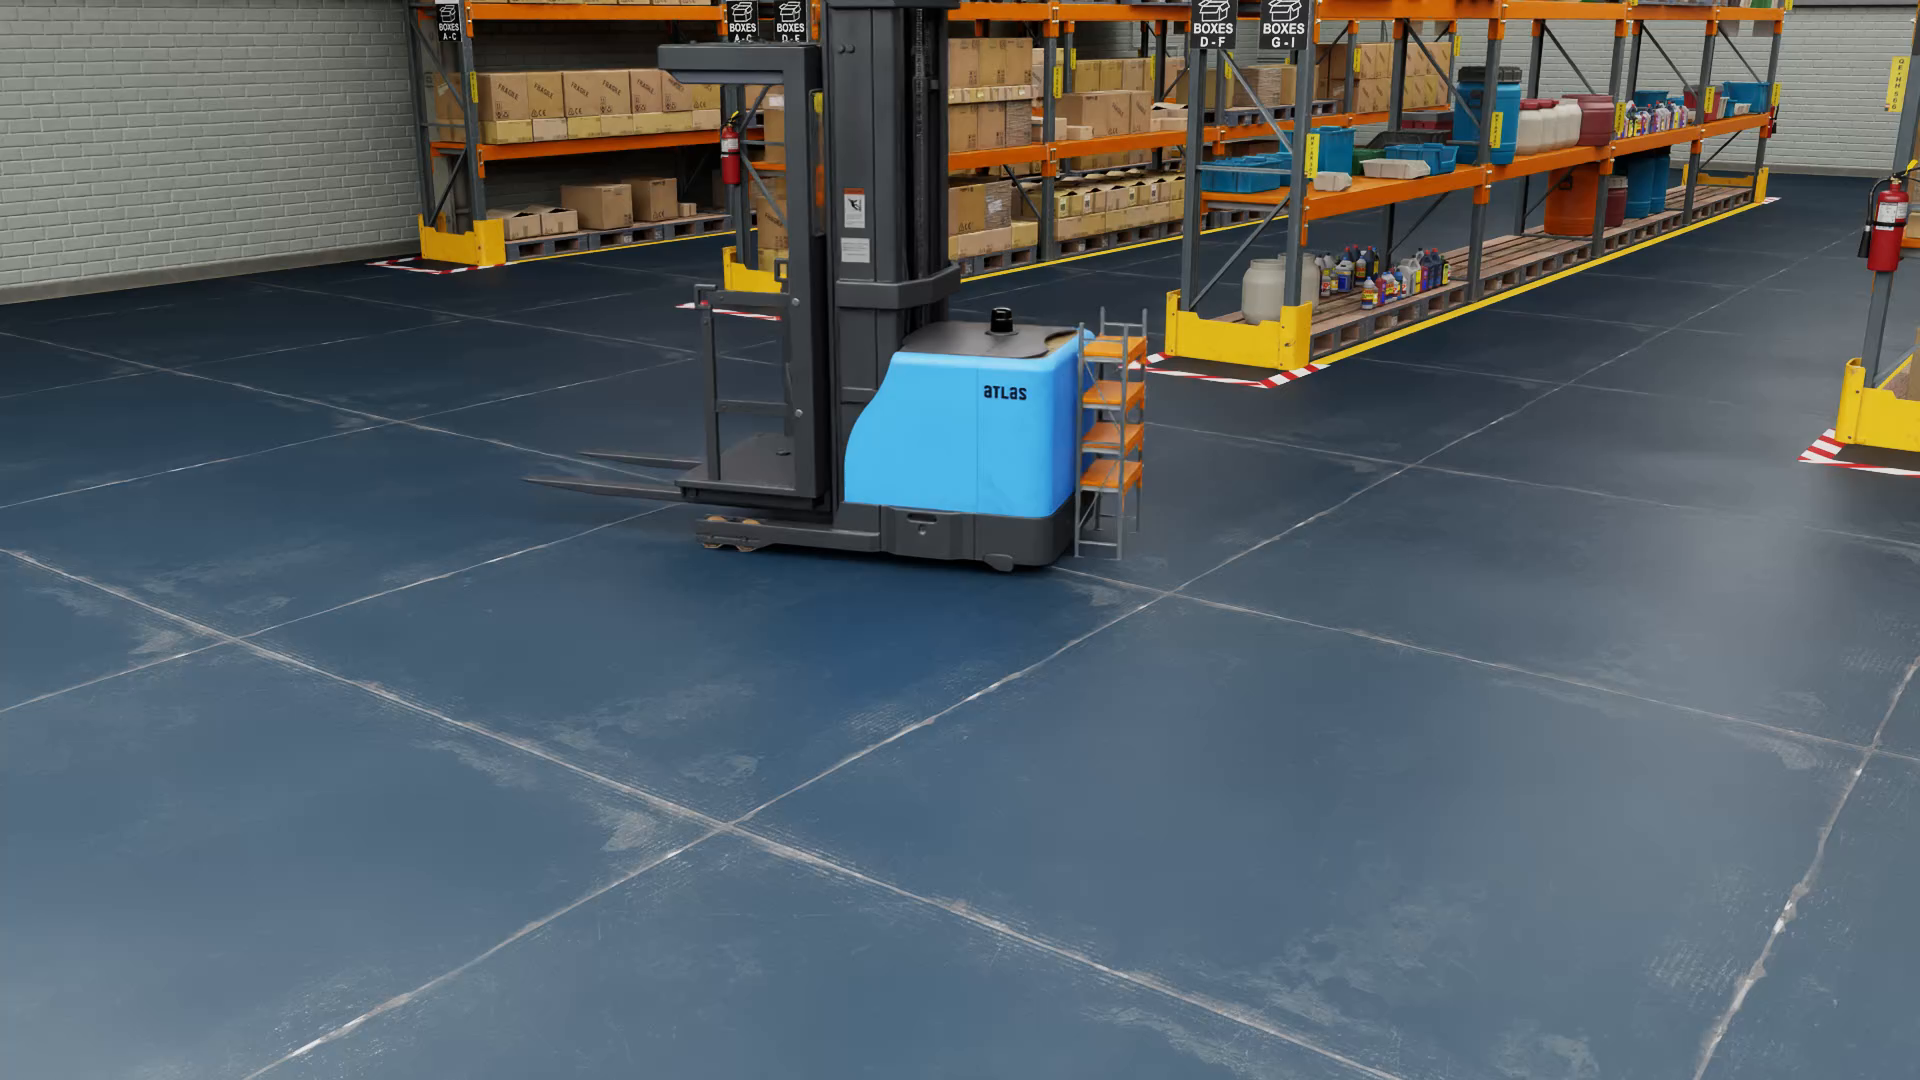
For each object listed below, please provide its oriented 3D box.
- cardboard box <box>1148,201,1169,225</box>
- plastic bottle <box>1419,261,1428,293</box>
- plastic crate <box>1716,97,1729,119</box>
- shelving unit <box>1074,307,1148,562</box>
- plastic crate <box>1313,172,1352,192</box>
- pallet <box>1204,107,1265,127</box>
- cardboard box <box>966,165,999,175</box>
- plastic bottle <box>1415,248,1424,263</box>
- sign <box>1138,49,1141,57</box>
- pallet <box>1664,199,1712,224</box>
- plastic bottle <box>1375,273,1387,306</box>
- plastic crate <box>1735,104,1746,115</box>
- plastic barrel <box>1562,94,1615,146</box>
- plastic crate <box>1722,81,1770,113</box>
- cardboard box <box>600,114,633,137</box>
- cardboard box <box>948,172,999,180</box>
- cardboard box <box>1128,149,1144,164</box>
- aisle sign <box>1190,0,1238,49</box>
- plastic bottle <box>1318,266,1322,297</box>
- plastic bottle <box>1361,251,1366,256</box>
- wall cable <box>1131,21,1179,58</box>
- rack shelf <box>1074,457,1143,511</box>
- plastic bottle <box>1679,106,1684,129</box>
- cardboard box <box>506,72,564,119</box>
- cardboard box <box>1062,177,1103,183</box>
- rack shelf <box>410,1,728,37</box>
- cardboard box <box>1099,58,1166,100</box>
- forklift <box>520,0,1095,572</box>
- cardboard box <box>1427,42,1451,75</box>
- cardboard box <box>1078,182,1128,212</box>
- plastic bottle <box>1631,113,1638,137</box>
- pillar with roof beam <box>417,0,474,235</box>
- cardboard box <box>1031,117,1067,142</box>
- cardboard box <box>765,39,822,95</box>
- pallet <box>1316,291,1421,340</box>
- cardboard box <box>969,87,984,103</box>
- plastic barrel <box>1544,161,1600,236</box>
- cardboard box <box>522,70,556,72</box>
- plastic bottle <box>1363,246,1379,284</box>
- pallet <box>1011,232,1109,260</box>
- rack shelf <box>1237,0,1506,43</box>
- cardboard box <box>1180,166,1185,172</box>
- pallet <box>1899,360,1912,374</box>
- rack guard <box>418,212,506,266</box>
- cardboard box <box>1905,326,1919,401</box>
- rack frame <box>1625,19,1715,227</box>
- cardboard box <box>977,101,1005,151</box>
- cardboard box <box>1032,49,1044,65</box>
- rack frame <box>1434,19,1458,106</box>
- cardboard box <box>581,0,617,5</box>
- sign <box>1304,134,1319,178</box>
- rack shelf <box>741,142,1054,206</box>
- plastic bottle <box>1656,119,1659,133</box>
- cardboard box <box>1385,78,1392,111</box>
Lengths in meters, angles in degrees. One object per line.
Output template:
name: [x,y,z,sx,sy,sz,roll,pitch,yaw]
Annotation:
cardboard box: [2.287,-4.127,20.904,0.500,0.250,0.500,13,21,36]
plastic bottle: [4.273,-2.438,15.376,0.061,0.283,0.133,14,22,38]
plastic crate: [10.428,-6.030,23.203,0.437,0.282,0.530,12,21,35]
shelving unit: [0.769,-0.546,8.477,0.258,1.200,0.503,5,18,16]
plastic crate: [3.012,-2.899,13.467,0.298,0.136,0.250,12,21,35]
pallet: [3.359,-5.733,22.470,1.213,0.211,1.003,12,21,35]
cardboard box: [0.101,-6.058,26.112,0.750,0.750,0.750,12,21,34]
plastic bottle: [4.336,-2.588,15.744,0.144,0.351,0.185,12,21,35]
sign: [3.355,-8.981,31.014,0.100,0.325,0.005,12,21,35]
pallet: [9.777,-4.577,23.128,1.003,0.211,1.213,12,21,35]
plastic bottle: [3.700,-2.209,14.639,0.061,0.283,0.133,13,21,36]
plastic crate: [11.229,-6.290,24.284,0.396,0.136,0.243,12,21,35]
plastic barrel: [6.954,-4.675,18.512,0.600,0.536,0.708,12,21,35]
plastic crate: [11.704,-6.613,24.819,0.616,0.435,0.499,12,21,35]
cardboard box: [-4.281,-4.984,19.955,0.500,0.250,0.500,13,21,35]
cardboard box: [0.100,-3.888,18.871,0.500,0.500,0.500,12,21,35]
cardboard box: [2.863,-7.014,29.778,0.700,0.500,0.500,12,21,33]
aisle sign: [1.939,-4.146,12.653,0.394,0.787,0.004,12,21,35]
plastic bottle: [3.221,-2.333,15.038,0.061,0.283,0.133,12,21,35]
plastic bottle: [3.891,-2.651,16.073,0.152,0.276,0.135,13,22,37]
wall cable: [3.801,-9.388,32.203,0.084,1.984,1.851,12,21,35]
rack shelf: [0.769,-0.292,8.556,0.258,0.148,0.480,5,18,16]
plastic bottle: [9.294,-5.457,21.456,0.061,0.283,0.133,12,21,35]
cardboard box: [-4.908,-5.092,19.039,0.500,0.500,0.500,12,21,35]
cardboard box: [1.545,-4.363,20.717,0.500,0.311,0.500,12,21,34]
rack shelf: [-4.544,-6.185,19.758,1.077,0.370,4.000,12,21,35]
cardboard box: [3.077,-8.275,29.828,0.980,0.700,0.700,12,21,34]
forklift: [-0.856,-1.480,8.566,3.031,2.935,1.130,5,18,17]
cardboard box: [7.733,-7.927,27.357,0.500,0.500,0.500,12,21,34]
cardboard box: [1.684,-4.149,20.030,0.500,0.311,0.500,12,21,33]
plastic bottle: [8.034,-4.954,19.834,0.061,0.283,0.133,12,21,35]
pillar with roof beam: [-2.556,-7.044,16.252,9.100,9.000,0.400,12,21,35]
cardboard box: [0.886,-4.751,19.239,0.500,0.250,0.500,14,22,38]
cardboard box: [-1.436,-4.534,15.930,0.700,0.500,0.500,13,21,35]
pallet: [3.444,-2.046,14.975,1.003,0.211,1.213,12,21,35]
cardboard box: [0.030,-4.711,17.593,0.380,0.149,0.250,12,21,34]
plastic barrel: [7.265,-4.058,19.705,0.600,0.830,0.708,12,21,35]
cardboard box: [-5.014,-5.308,19.732,0.500,0.500,0.500,12,21,33]
plastic bottle: [3.905,-2.622,15.855,0.144,0.351,0.185,12,21,35]
pallet: [1.035,-3.549,19.815,1.003,0.211,1.213,12,21,35]
rack shelf: [3.412,-4.434,14.120,1.077,0.370,4.000,12,21,35]
cardboard box: [3.380,-4.931,23.038,0.500,0.500,0.500,13,22,37]
pallet: [7.483,-1.157,12.113,1.003,0.211,1.213,12,21,35]
rack guard: [-5.691,-3.444,18.991,1.175,0.500,0.348,12,21,35]
cardboard box: [6.584,-1.146,10.884,0.500,0.500,0.500,-15,23,-40]
rack frame: [9.370,-5.727,22.128,1.000,3.000,0.127,12,21,35]
cardboard box: [0.059,-4.512,18.047,0.700,0.500,0.500,12,21,34]
cardboard box: [1.029,-7.759,26.702,0.500,0.250,0.500,13,21,36]
rack frame: [7.778,-7.556,28.018,1.000,3.000,0.127,12,21,35]
cardboard box: [-4.379,-6.522,19.429,0.500,0.500,0.500,14,22,38]
sign: [2.660,-2.903,12.567,0.100,0.325,0.005,12,21,35]
rack shelf: [-0.564,-3.878,17.387,1.077,0.370,4.000,12,21,35]
plastic bottle: [8.611,-5.154,20.619,0.097,0.201,0.097,0,17,0]
cardboard box: [6.519,-6.966,25.948,0.500,0.500,0.500,12,21,34]
